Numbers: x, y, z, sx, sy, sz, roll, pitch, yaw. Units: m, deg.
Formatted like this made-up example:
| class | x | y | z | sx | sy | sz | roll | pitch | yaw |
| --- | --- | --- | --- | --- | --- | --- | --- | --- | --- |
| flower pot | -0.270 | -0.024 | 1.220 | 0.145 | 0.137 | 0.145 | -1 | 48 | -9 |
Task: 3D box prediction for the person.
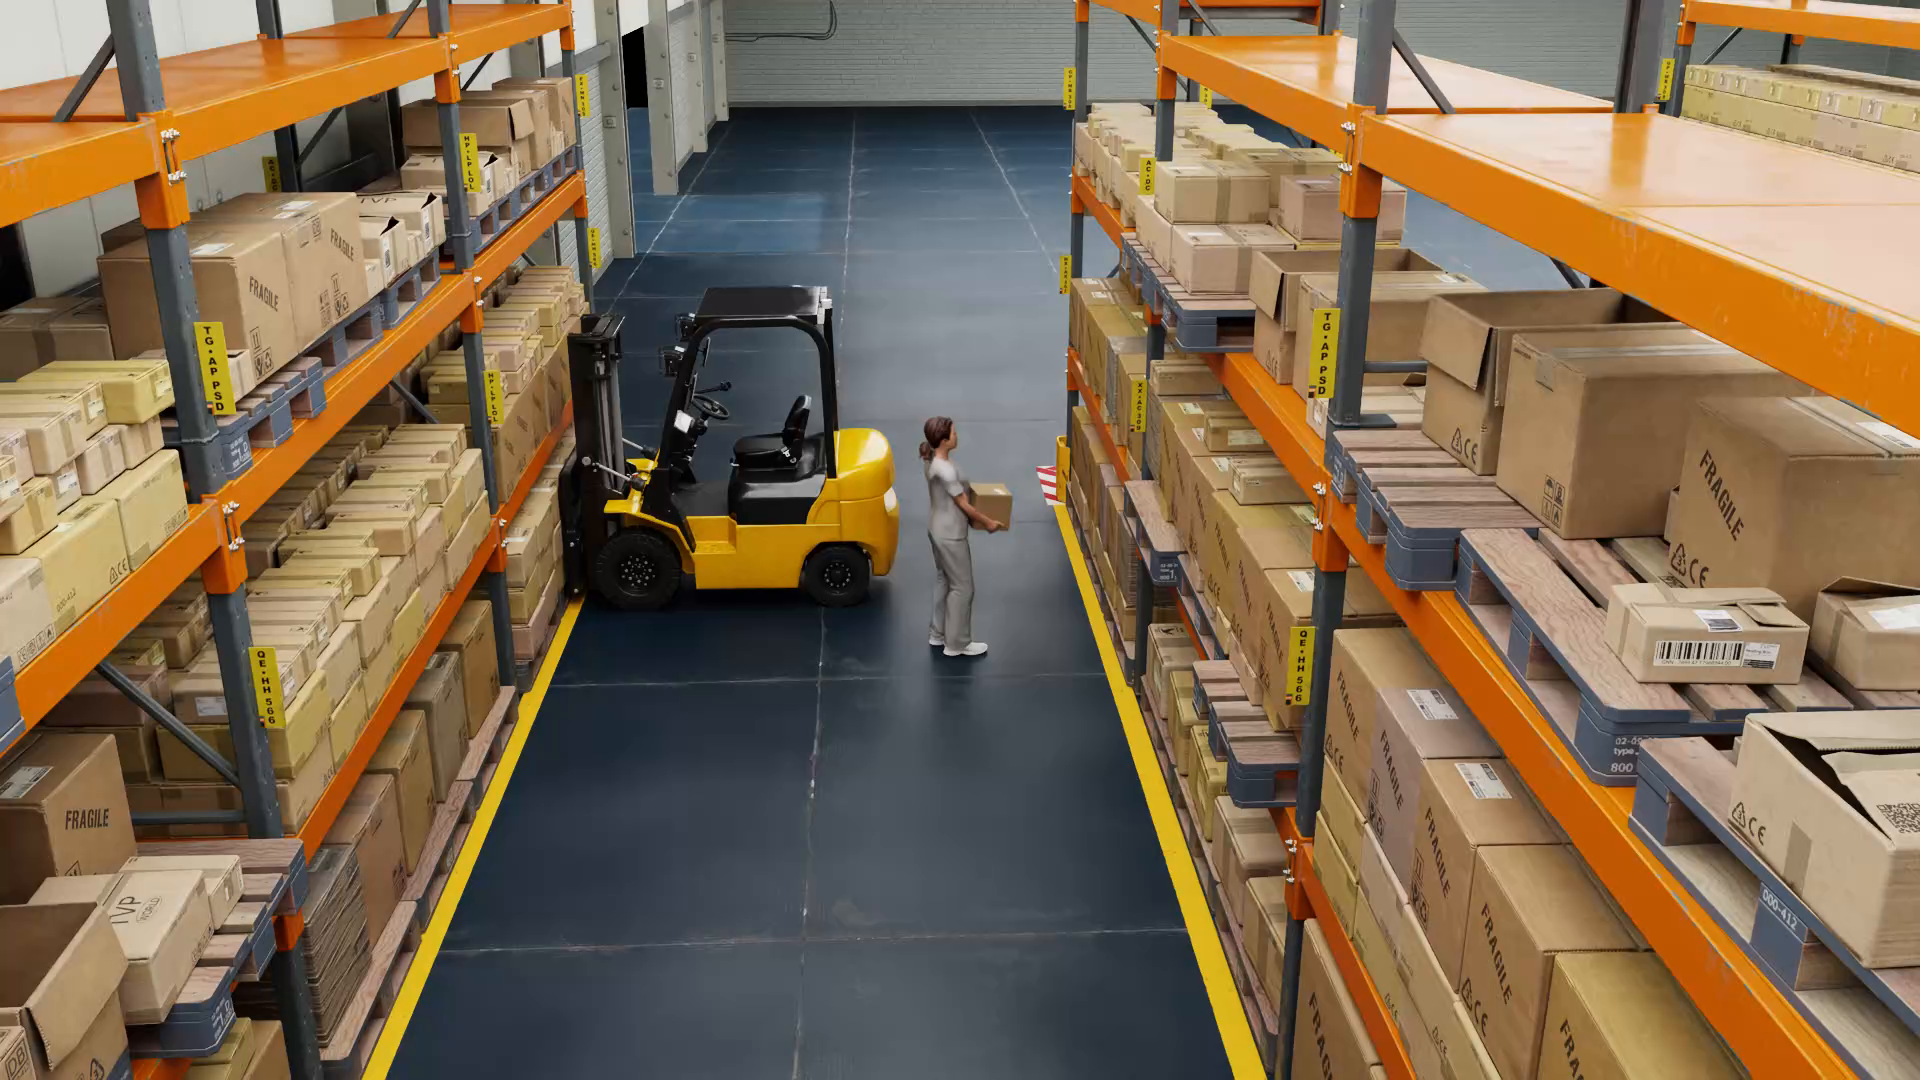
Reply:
| class | x | y | z | sx | sy | sz | roll | pitch | yaw |
| --- | --- | --- | --- | --- | --- | --- | --- | --- | --- |
| person | -0.005 | -0.036 | 11.194 | 0.556 | 1.665 | 0.436 | -5 | 21 | -13 |
